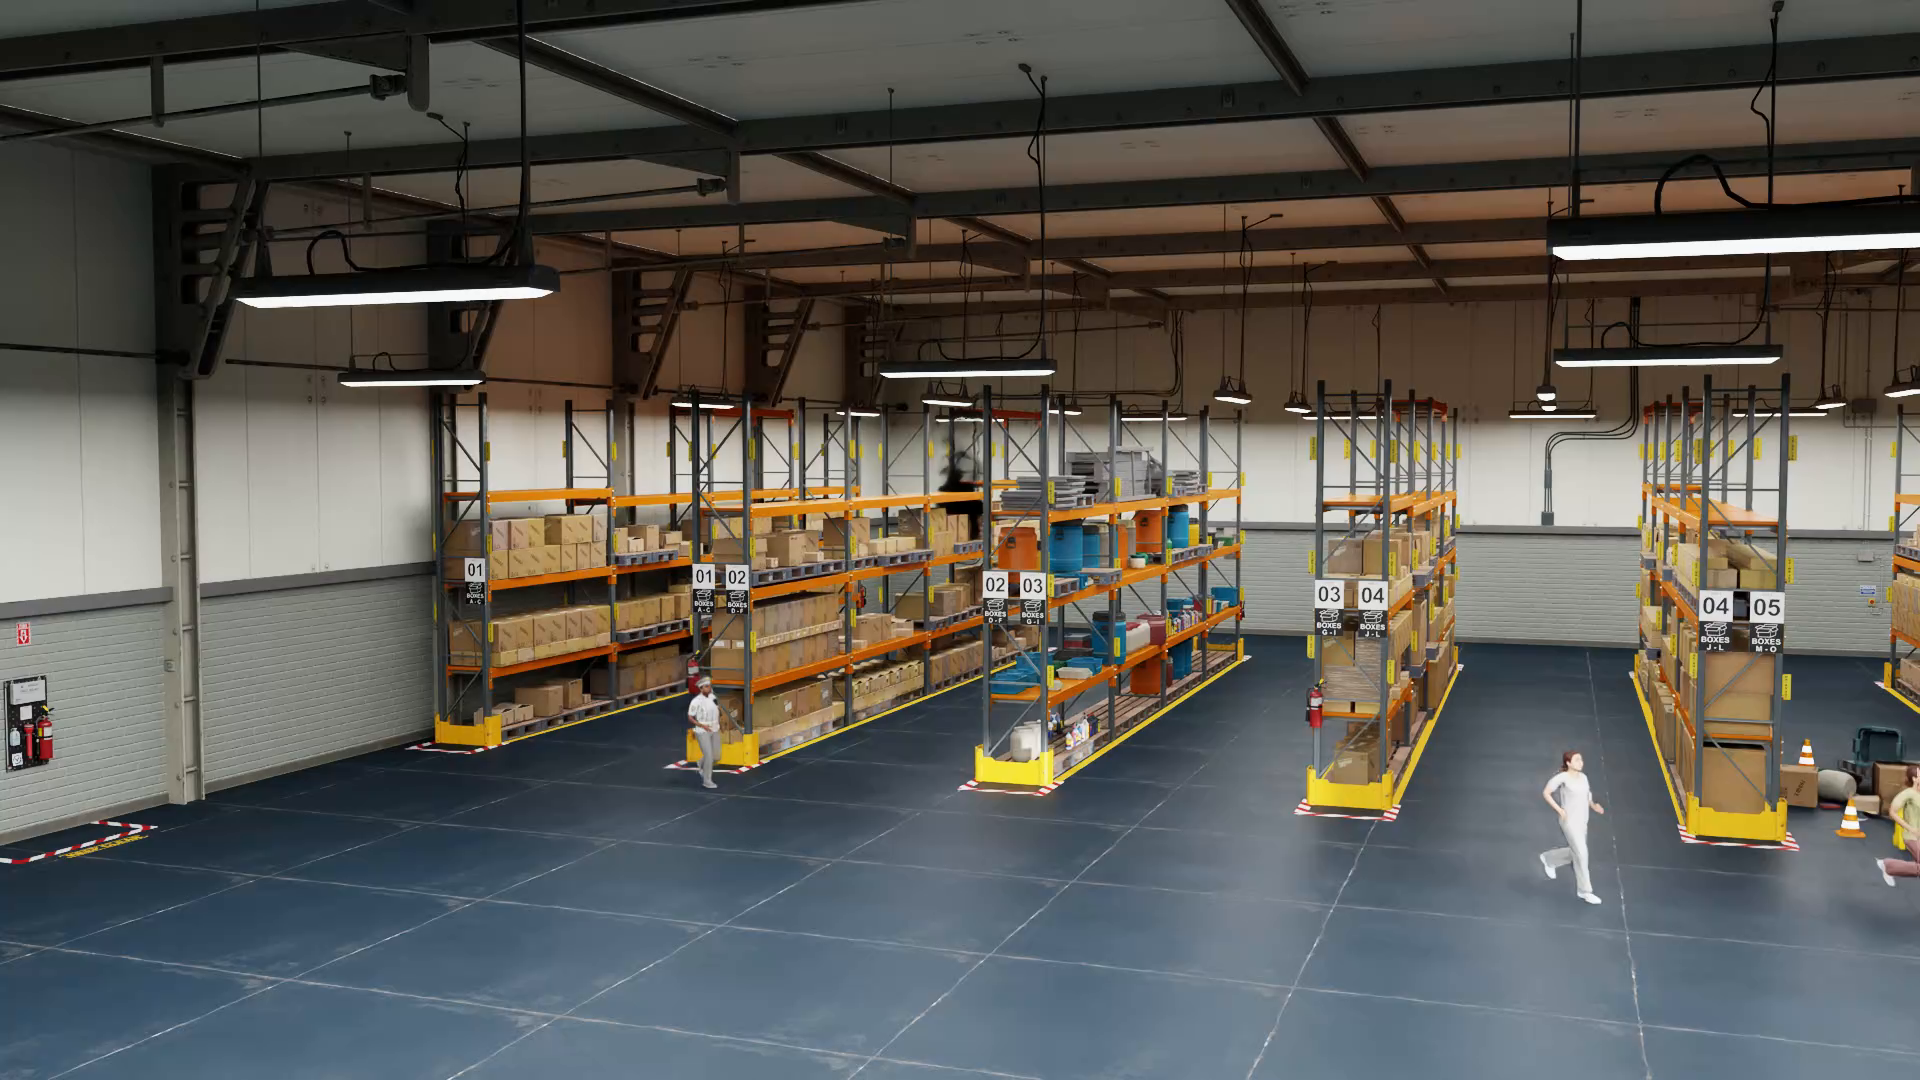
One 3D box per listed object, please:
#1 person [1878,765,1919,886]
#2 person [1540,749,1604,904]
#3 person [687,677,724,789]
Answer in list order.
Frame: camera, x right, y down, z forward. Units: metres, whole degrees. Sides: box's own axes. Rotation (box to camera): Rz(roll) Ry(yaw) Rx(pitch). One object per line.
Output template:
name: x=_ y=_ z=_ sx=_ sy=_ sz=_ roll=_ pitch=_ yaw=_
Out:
person: x=10.351 y=3.246 z=18.067 sx=0.583 sy=1.638 sz=0.794 roll=-2 pitch=4 yaw=-33
person: x=6.871 y=3.183 z=18.740 sx=0.567 sy=1.669 sz=0.879 roll=-2 pitch=3 yaw=-29
person: x=-3.806 y=2.852 z=24.797 sx=0.597 sy=1.658 sz=0.601 roll=-3 pitch=4 yaw=-44
